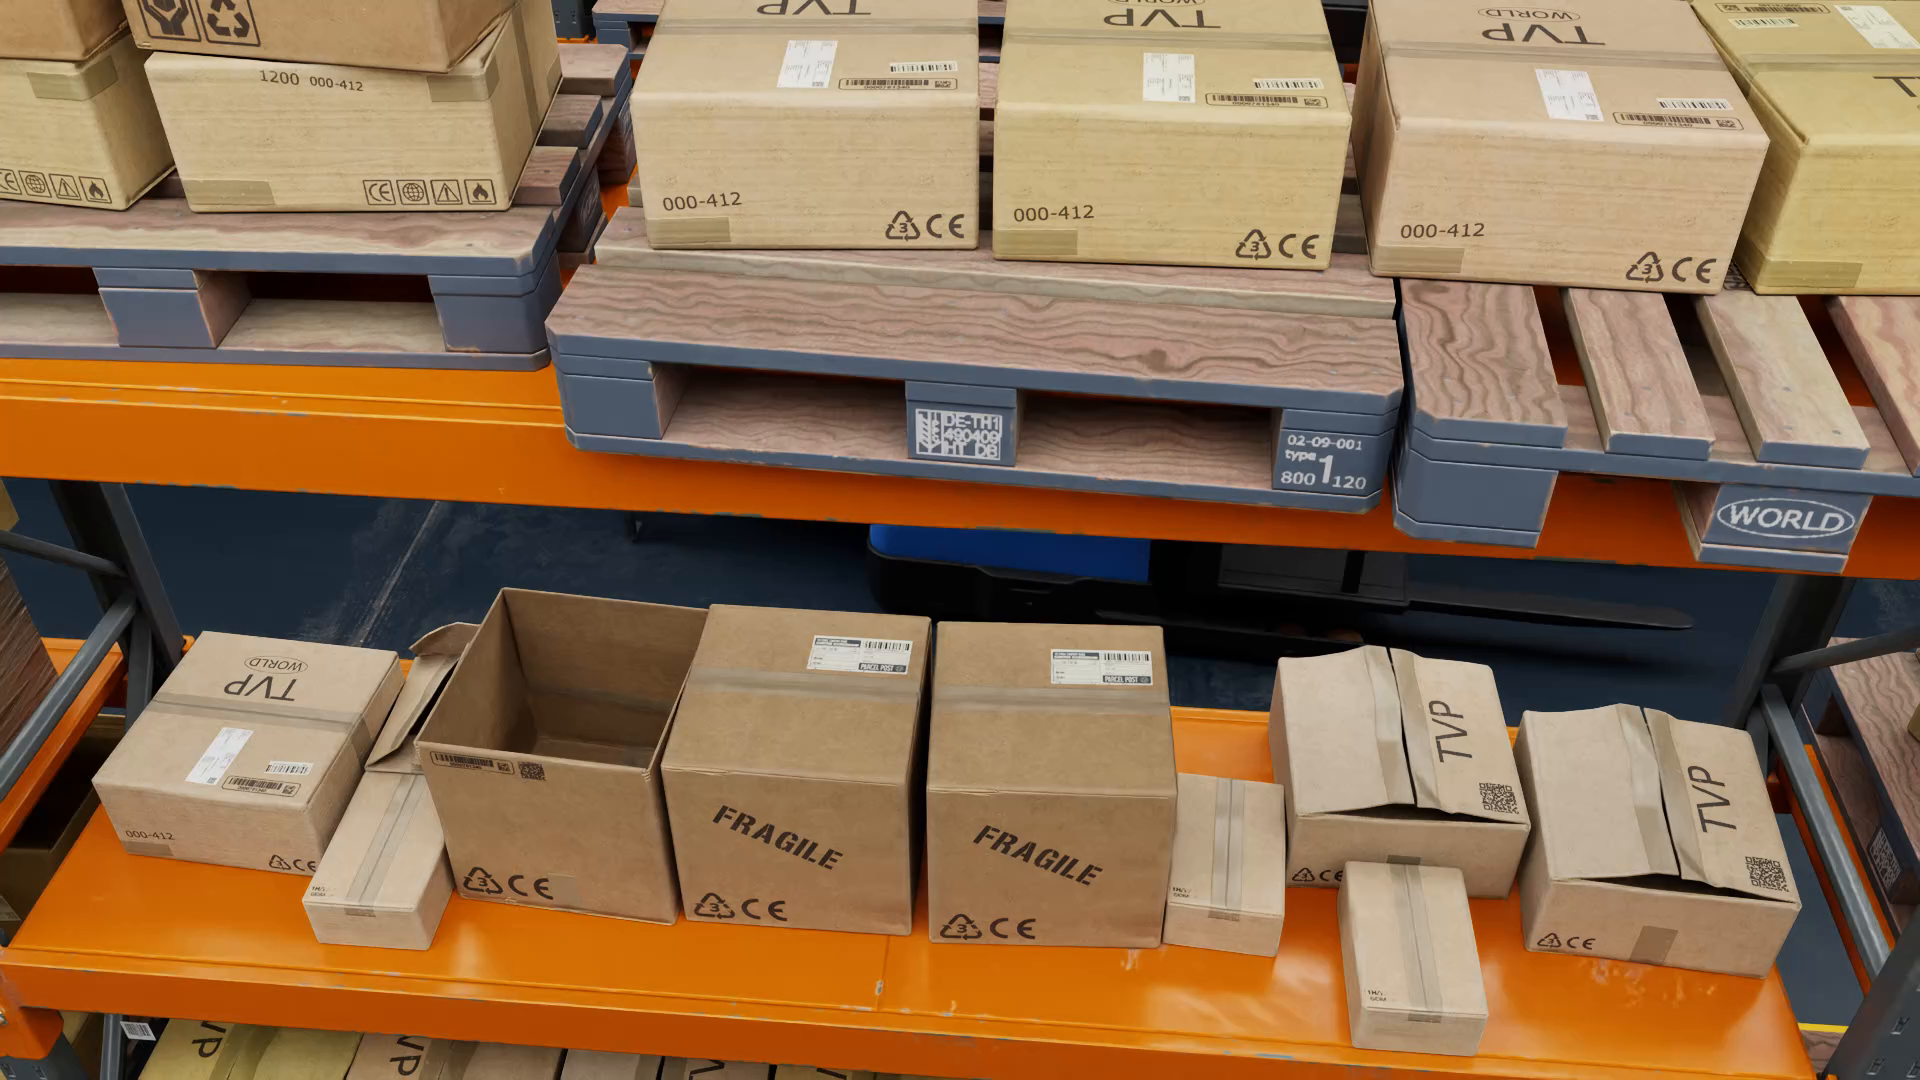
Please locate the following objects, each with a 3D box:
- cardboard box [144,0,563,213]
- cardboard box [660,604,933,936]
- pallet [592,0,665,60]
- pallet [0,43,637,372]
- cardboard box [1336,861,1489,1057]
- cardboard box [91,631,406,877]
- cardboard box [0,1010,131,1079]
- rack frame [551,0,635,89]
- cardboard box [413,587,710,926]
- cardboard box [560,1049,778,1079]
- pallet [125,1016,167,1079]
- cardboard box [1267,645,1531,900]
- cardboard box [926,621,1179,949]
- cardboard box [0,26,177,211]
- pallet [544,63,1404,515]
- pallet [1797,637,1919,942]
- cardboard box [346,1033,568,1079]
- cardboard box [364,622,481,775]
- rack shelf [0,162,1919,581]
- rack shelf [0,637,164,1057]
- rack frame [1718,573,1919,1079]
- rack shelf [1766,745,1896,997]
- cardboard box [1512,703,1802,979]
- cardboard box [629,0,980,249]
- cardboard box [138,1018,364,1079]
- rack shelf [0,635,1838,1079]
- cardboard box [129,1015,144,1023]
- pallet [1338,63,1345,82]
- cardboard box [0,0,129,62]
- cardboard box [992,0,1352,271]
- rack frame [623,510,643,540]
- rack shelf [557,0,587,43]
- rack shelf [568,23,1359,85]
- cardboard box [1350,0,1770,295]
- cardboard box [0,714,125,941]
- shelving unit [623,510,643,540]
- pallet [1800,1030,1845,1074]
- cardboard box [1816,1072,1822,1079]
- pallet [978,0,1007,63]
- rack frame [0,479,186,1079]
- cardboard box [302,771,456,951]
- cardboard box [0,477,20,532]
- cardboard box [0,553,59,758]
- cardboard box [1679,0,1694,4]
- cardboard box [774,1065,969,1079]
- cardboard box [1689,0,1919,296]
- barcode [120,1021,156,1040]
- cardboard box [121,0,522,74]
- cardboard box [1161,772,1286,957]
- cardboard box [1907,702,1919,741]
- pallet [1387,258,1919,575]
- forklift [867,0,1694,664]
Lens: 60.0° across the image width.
[{"bbox_3d":[-0.961,-0.766,2.725,0.500,0.250,0.500,0,39,-1],"label":"cardboard box"},{"bbox_3d":[-0.334,0.503,3.676,0.500,0.500,0.500,3,39,4],"label":"cardboard box"},{"bbox_3d":[-0.949,-2.474,7.565,1.213,0.211,1.003,3,39,4],"label":"pallet"},{"bbox_3d":[-1.241,-0.615,2.905,1.217,0.209,0.805,2,39,2],"label":"pallet"},{"bbox_3d":[0.944,0.874,3.499,0.250,0.149,0.380,3,39,4],"label":"cardboard box"},{"bbox_3d":[-1.627,0.492,3.889,0.500,0.250,0.500,5,39,7],"label":"cardboard box"},{"bbox_3d":[-2.602,1.450,4.438,0.500,0.250,0.500,3,39,4],"label":"cardboard box"},{"bbox_3d":[-1.698,-2.682,7.668,0.127,3.000,1.000,3,39,4],"label":"rack frame"},{"bbox_3d":[-0.833,0.476,3.710,0.500,0.500,0.500,6,40,7],"label":"cardboard box"},{"bbox_3d":[-0.717,1.357,4.108,0.500,0.311,0.500,2,39,2],"label":"cardboard box"},{"bbox_3d":[-2.910,1.446,4.806,1.213,0.211,1.003,3,39,4],"label":"pallet"},{"bbox_3d":[0.989,0.516,3.811,0.500,0.311,0.500,3,39,3],"label":"cardboard box"},{"bbox_3d":[0.191,0.532,3.641,0.500,0.500,0.500,1,39,1],"label":"cardboard box"},{"bbox_3d":[-1.508,-0.794,2.760,0.500,0.250,0.500,7,40,8],"label":"cardboard box"},{"bbox_3d":[0.066,-0.478,2.734,1.213,0.211,1.003,5,39,6],"label":"pallet"},{"bbox_3d":[2.545,0.719,3.642,1.003,0.211,1.213,3,39,4],"label":"pallet"},{"bbox_3d":[-1.233,1.330,4.141,0.500,0.311,0.500,3,39,3],"label":"cardboard box"},{"bbox_3d":[-1.230,0.419,3.966,0.258,0.266,0.396,2,39,3],"label":"cardboard box"},{"bbox_3d":[-0.129,-0.341,2.987,4.000,0.370,1.077,3,39,4],"label":"rack shelf"},{"bbox_3d":[-4.114,0.604,4.201,4.000,0.370,1.077,3,39,4],"label":"rack shelf"},{"bbox_3d":[1.864,0.652,3.573,0.127,3.000,1.000,3,39,4],"label":"rack frame"},{"bbox_3d":[3.856,1.040,3.666,4.000,0.370,1.077,3,39,4],"label":"rack shelf"},{"bbox_3d":[1.505,0.639,3.659,0.500,0.311,0.500,5,39,7],"label":"cardboard box"},{"bbox_3d":[-0.222,-0.691,2.633,0.500,0.250,0.500,0,39,0],"label":"cardboard box"},{"bbox_3d":[-1.731,1.299,4.179,0.500,0.311,0.500,3,39,4],"label":"cardboard box"},{"bbox_3d":[-0.129,0.822,3.934,4.000,0.370,1.077,3,39,4],"label":"rack shelf"},{"bbox_3d":[-2.557,1.122,4.841,0.500,0.250,0.500,3,39,4],"label":"cardboard box"},{"bbox_3d":[1.568,-2.361,7.427,1.003,0.211,1.213,3,39,4],"label":"pallet"},{"bbox_3d":[-1.510,-1.066,2.500,0.500,0.500,0.500,4,39,4],"label":"cardboard box"},{"bbox_3d":[0.314,-0.661,2.596,0.500,0.250,0.500,2,39,3],"label":"cardboard box"},{"bbox_3d":[-1.296,-0.737,6.468,0.032,1.500,0.500,6,40,7],"label":"rack frame"},{"bbox_3d":[-3.690,-2.512,8.029,4.000,0.370,1.077,3,39,4],"label":"rack shelf"},{"bbox_3d":[0.295,-2.294,7.762,4.000,0.370,1.077,3,39,4],"label":"rack shelf"},{"bbox_3d":[0.883,-0.623,2.549,0.500,0.250,0.500,4,39,5],"label":"cardboard box"},{"bbox_3d":[-2.556,0.825,4.612,0.500,0.500,0.500,3,39,4],"label":"cardboard box"},{"bbox_3d":[-0.795,-0.686,6.404,1.048,1.500,0.538,6,40,7],"label":"shelving unit"},{"bbox_3d":[2.604,1.798,4.374,1.213,0.211,1.003,3,39,4],"label":"pallet"},{"bbox_3d":[2.293,1.655,3.972,0.500,0.500,0.500,5,39,6],"label":"cardboard box"},{"bbox_3d":[0.312,-2.471,7.562,1.213,0.211,1.003,3,39,4],"label":"pallet"},{"bbox_3d":[-2.121,0.434,3.841,0.127,3.000,1.000,3,39,4],"label":"rack frame"},{"bbox_3d":[-1.256,0.708,3.703,0.250,0.149,0.380,3,39,4],"label":"cardboard box"},{"bbox_3d":[-2.372,0.007,3.772,0.250,0.149,0.380,3,39,4],"label":"cardboard box"},{"bbox_3d":[-2.564,0.375,3.834,0.500,0.500,0.700,2,39,3],"label":"cardboard box"},{"bbox_3d":[3.270,-2.404,6.996,0.500,0.500,0.500,4,39,5],"label":"cardboard box"},{"bbox_3d":[-0.199,1.382,4.077,0.500,0.311,0.500,4,39,5],"label":"cardboard box"},{"bbox_3d":[1.407,-0.605,2.528,0.500,0.250,0.500,0,39,1],"label":"cardboard box"},{"bbox_3d":[-1.903,1.136,3.849,0.075,0.075,0.001,3,39,4],"label":"barcode"},{"bbox_3d":[-0.941,-1.050,2.480,0.500,0.500,0.500,7,40,8],"label":"cardboard box"},{"bbox_3d":[0.588,0.715,3.694,0.250,0.149,0.380,6,40,7],"label":"cardboard box"},{"bbox_3d":[2.501,0.414,3.454,0.500,0.500,0.700,-9,40,-11],"label":"cardboard box"},{"bbox_3d":[1.180,-0.419,2.662,1.003,0.211,1.213,5,39,6],"label":"pallet"},{"bbox_3d":[1.213,-1.011,5.671,3.031,2.935,1.130,6,40,7],"label":"forklift"}]
